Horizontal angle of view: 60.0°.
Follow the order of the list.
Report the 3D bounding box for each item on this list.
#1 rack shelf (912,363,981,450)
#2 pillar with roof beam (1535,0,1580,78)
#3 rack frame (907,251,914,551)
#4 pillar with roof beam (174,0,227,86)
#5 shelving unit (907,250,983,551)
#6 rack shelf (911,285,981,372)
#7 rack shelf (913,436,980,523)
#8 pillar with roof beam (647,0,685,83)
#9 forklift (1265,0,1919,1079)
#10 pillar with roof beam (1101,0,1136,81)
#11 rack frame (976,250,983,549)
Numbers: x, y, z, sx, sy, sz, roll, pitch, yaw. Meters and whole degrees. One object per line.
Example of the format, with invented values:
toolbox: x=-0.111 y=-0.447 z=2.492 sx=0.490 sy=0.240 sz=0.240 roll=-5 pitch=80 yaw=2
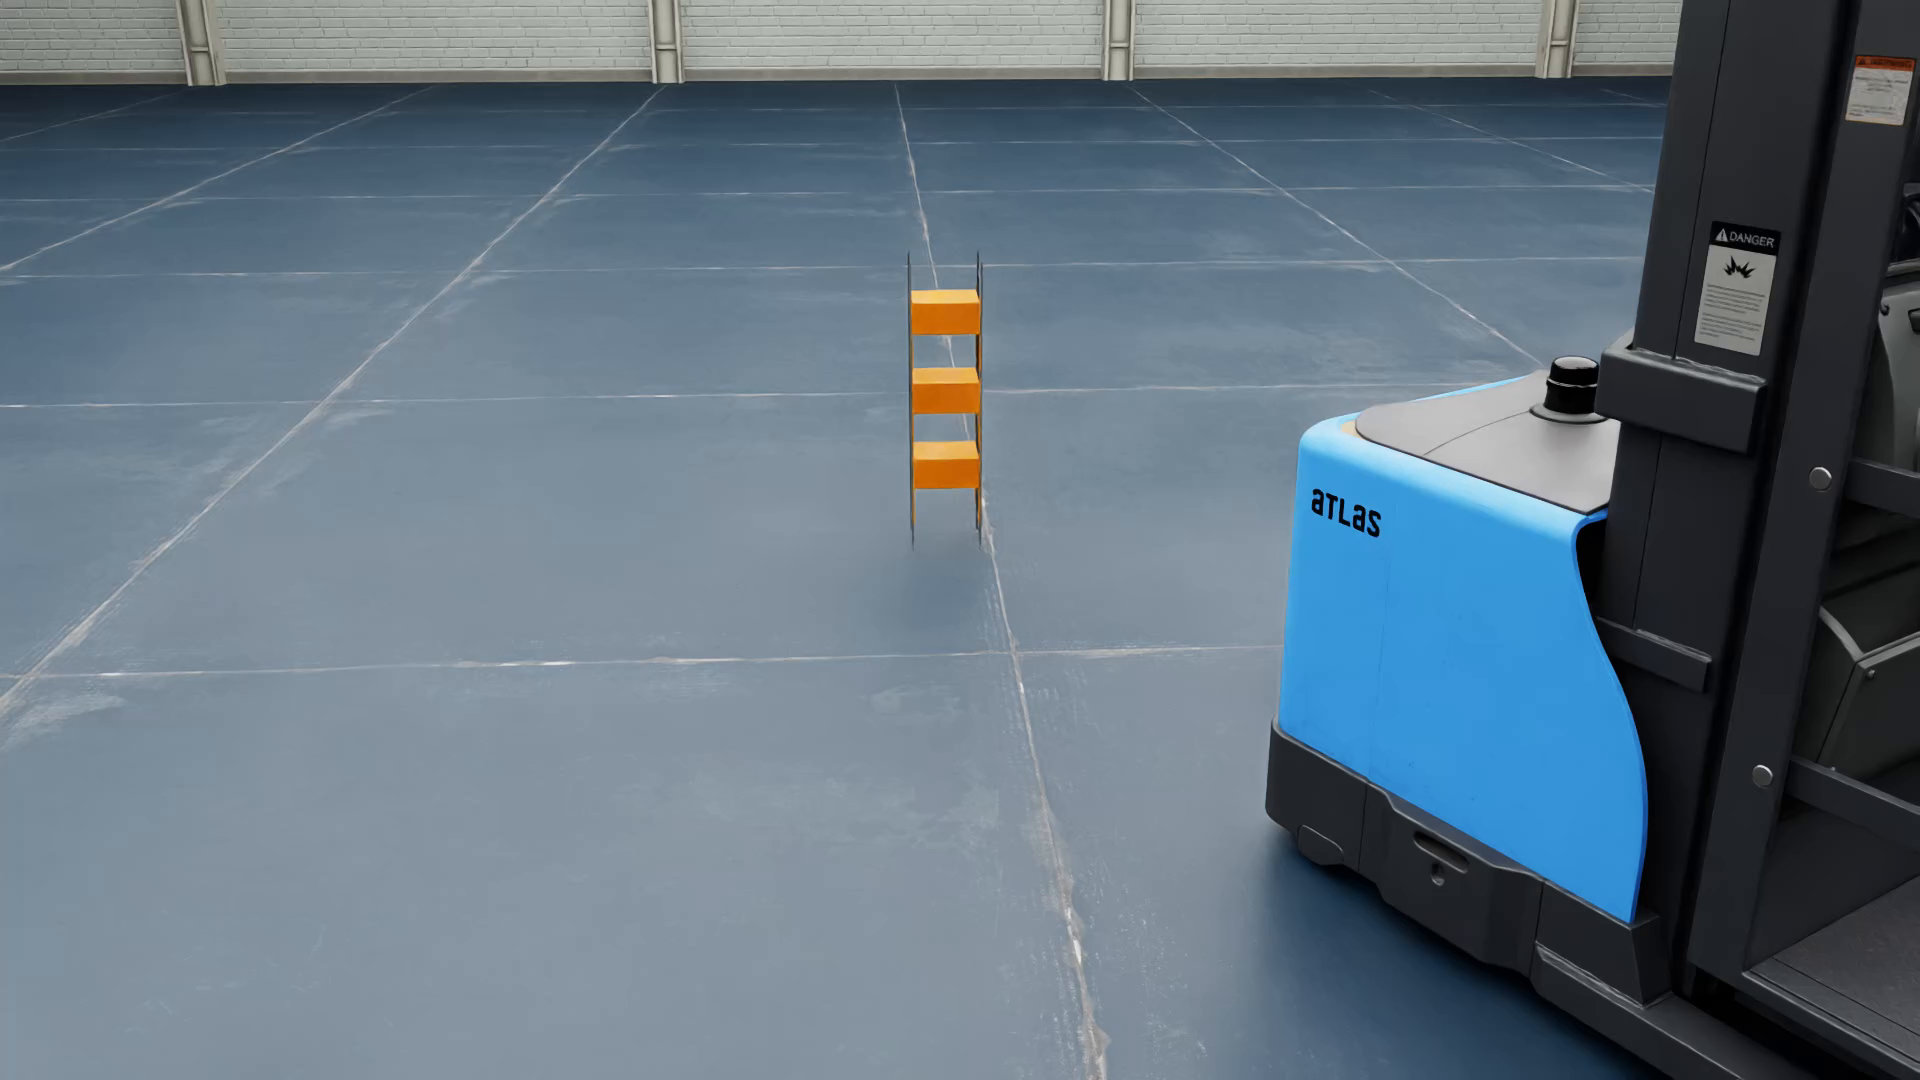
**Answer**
rack shelf: x=-0.053 y=-0.480 z=5.935 sx=0.240 sy=0.259 sz=0.215 roll=-1 pitch=21 yaw=-3
pillar with roof beam: x=8.353 y=-9.013 z=17.148 sx=0.400 sy=9.000 sz=9.100 roll=-1 pitch=21 yaw=-3
rack frame: x=-0.175 y=-0.487 z=5.925 sx=0.008 sy=1.050 sz=0.200 roll=-1 pitch=21 yaw=-3
pillar with roof beam: x=-9.618 y=-8.648 z=16.187 sx=0.400 sy=9.000 sz=9.100 roll=-1 pitch=21 yaw=-3
shelving unit: x=-0.053 y=-0.490 z=5.931 sx=0.252 sy=1.050 sz=0.215 roll=-1 pitch=21 yaw=-3
rack shelf: x=-0.053 y=-0.745 z=5.834 sx=0.240 sy=0.259 sz=0.215 roll=-1 pitch=21 yaw=-3
rack shelf: x=-0.053 y=-0.220 z=6.034 sx=0.240 sy=0.259 sz=0.215 roll=-1 pitch=21 yaw=-3
pillar with roof beam: x=-3.627 y=-8.769 z=16.507 sx=0.400 sy=9.000 sz=9.100 roll=-1 pitch=21 yaw=-3
forklift: x=1.989 y=-0.289 z=2.761 sx=1.130 sy=2.935 sz=3.031 roll=-13 pitch=24 yaw=-31
pillar with roof beam: x=2.363 y=-8.891 z=16.827 sx=0.400 sy=9.000 sz=9.100 roll=-1 pitch=21 yaw=-3
rack frame: x=0.068 y=-0.492 z=5.938 sx=0.008 sy=1.050 sz=0.200 roll=-1 pitch=21 yaw=-3
